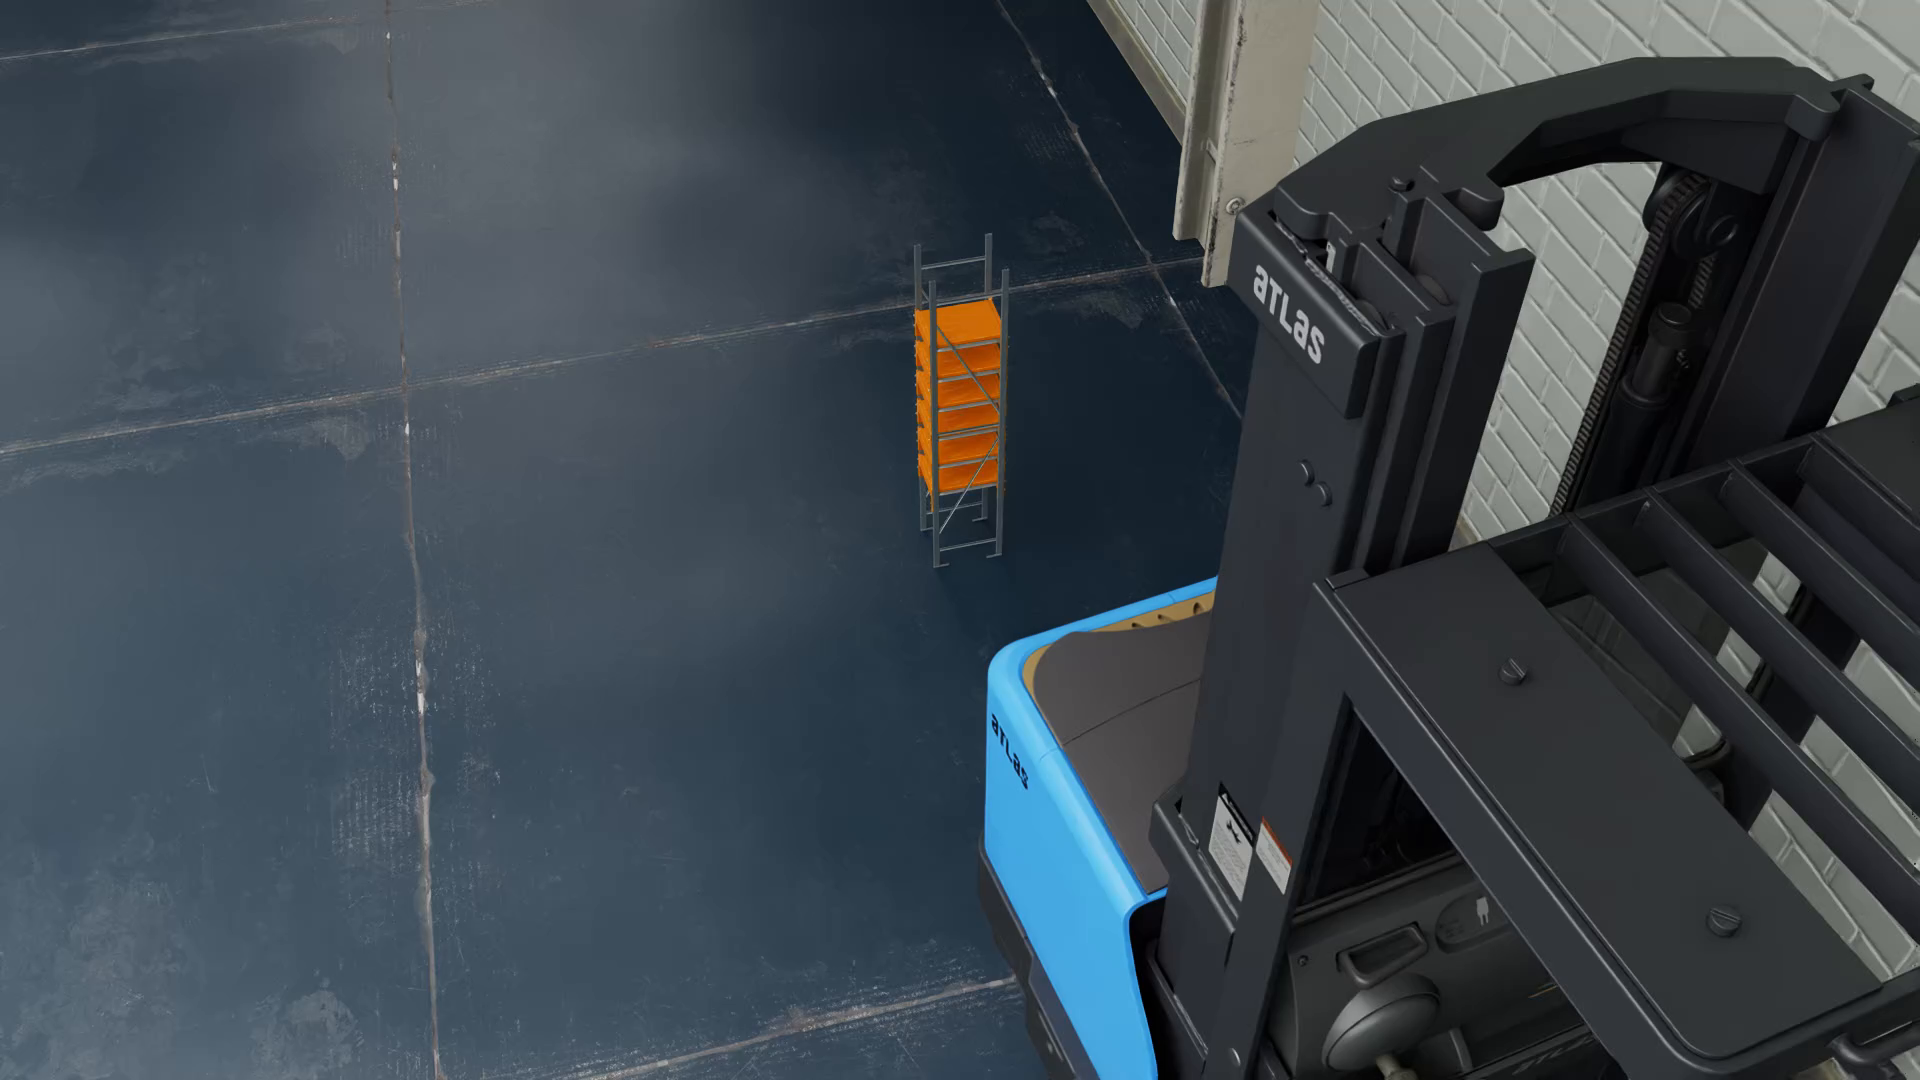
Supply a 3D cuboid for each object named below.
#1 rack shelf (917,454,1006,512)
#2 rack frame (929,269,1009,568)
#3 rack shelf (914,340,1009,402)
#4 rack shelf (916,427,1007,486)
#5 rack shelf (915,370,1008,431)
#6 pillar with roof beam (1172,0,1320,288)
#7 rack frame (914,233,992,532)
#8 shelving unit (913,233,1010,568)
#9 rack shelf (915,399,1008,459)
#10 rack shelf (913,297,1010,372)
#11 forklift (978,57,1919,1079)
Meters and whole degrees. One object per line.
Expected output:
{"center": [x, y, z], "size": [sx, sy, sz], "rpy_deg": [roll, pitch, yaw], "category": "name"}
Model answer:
{"center": [0.004, -0.211, 5.515], "size": [0.258, 0.103, 0.180], "rpy_deg": [-11, 47, -10], "category": "rack shelf"}
{"center": [0.027, -0.347, 5.250], "size": [0.240, 1.200, 0.006], "rpy_deg": [-11, 47, -10], "category": "rack frame"}
{"center": [0.004, -0.547, 5.172], "size": [0.258, 0.103, 0.180], "rpy_deg": [-11, 47, -10], "category": "rack shelf"}
{"center": [0.004, -0.295, 5.429], "size": [0.258, 0.103, 0.180], "rpy_deg": [-11, 47, -10], "category": "rack shelf"}
{"center": [0.004, -0.463, 5.258], "size": [0.258, 0.103, 0.180], "rpy_deg": [-11, 47, -10], "category": "rack shelf"}
{"center": [-3.067, -3.552, 2.930], "size": [9.100, 9.000, 0.400], "rpy_deg": [-11, 47, -10], "category": "pillar with roof beam"}
{"center": [-0.020, -0.473, 5.374], "size": [0.240, 1.200, 0.006], "rpy_deg": [-11, 47, -10], "category": "rack frame"}
{"center": [0.004, -0.410, 5.312], "size": [0.258, 1.200, 0.189], "rpy_deg": [-11, 47, -10], "category": "shelving unit"}
{"center": [0.004, -0.379, 5.343], "size": [0.258, 0.103, 0.180], "rpy_deg": [-11, 47, -10], "category": "rack shelf"}
{"center": [0.004, -0.631, 5.086], "size": [0.258, 0.103, 0.180], "rpy_deg": [-11, 47, -10], "category": "rack shelf"}
{"center": [1.086, 0.827, 2.887], "size": [1.130, 2.935, 3.031], "rpy_deg": [-17, 48, -16], "category": "forklift"}
